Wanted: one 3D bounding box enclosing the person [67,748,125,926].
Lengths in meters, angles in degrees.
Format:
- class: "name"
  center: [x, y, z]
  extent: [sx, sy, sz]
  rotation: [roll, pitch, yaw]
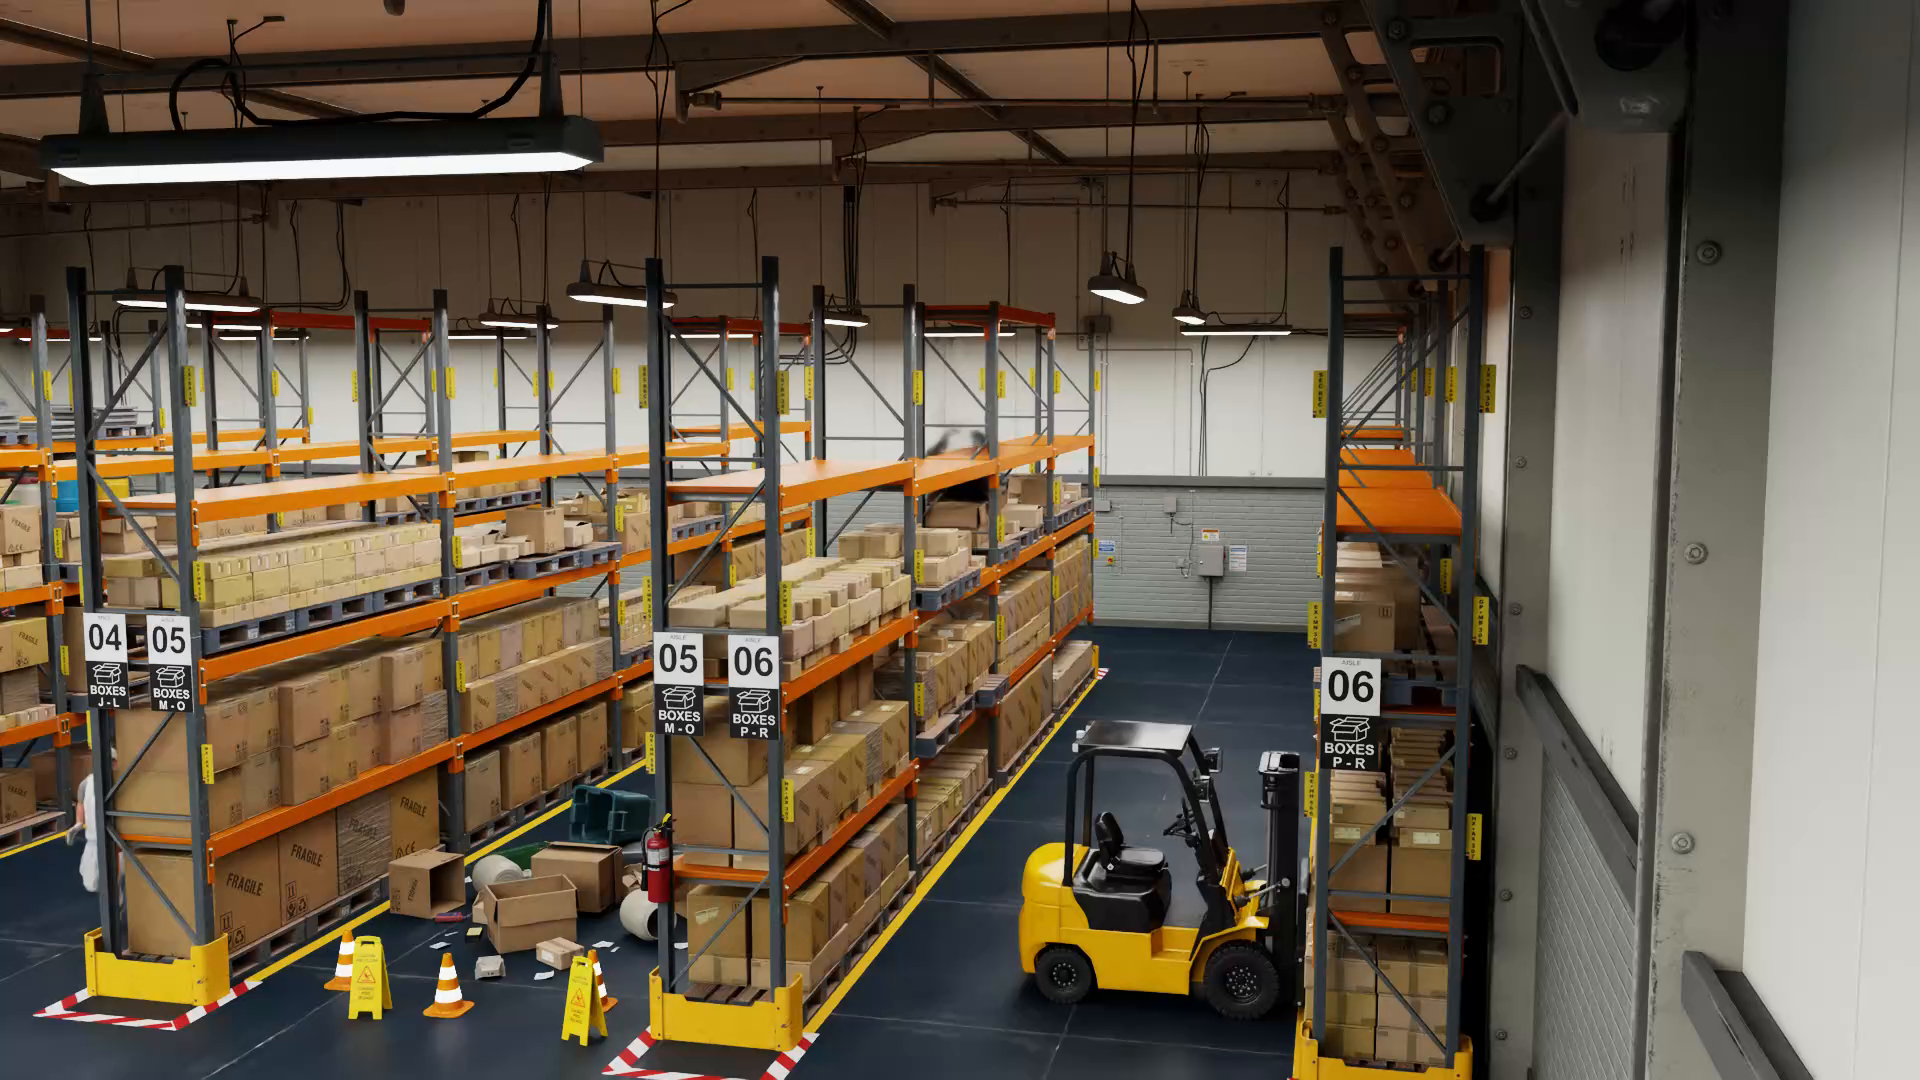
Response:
- class: "person"
  center: [-7.860, 2.761, 15.397]
  extent: [0.667, 1.751, 0.598]
  rotation: [0, 6, -2]
